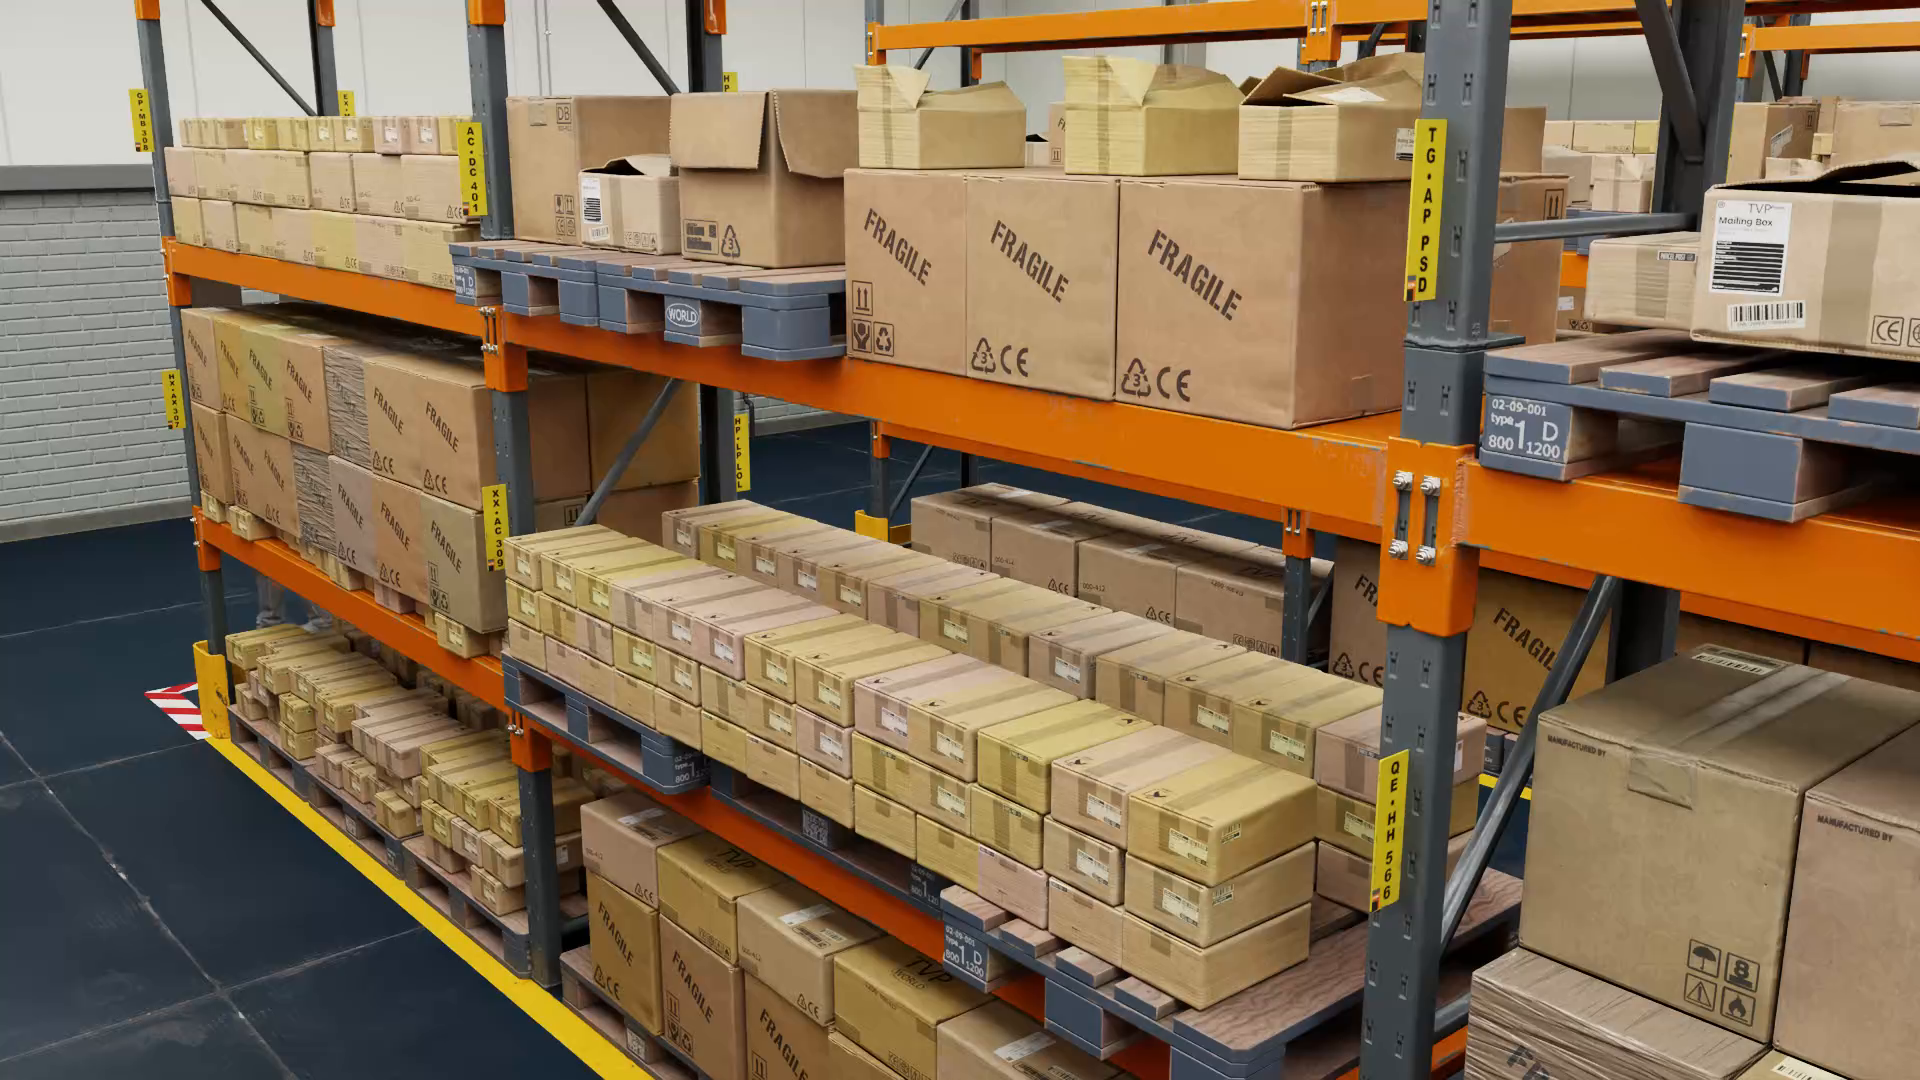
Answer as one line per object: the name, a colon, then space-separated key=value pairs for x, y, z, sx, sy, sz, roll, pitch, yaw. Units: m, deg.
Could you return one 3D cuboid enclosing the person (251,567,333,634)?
person: x=-4.528 y=-0.134 z=11.074 sx=0.609 sy=1.824 sz=0.622 roll=-6 pitch=15 yaw=-23
